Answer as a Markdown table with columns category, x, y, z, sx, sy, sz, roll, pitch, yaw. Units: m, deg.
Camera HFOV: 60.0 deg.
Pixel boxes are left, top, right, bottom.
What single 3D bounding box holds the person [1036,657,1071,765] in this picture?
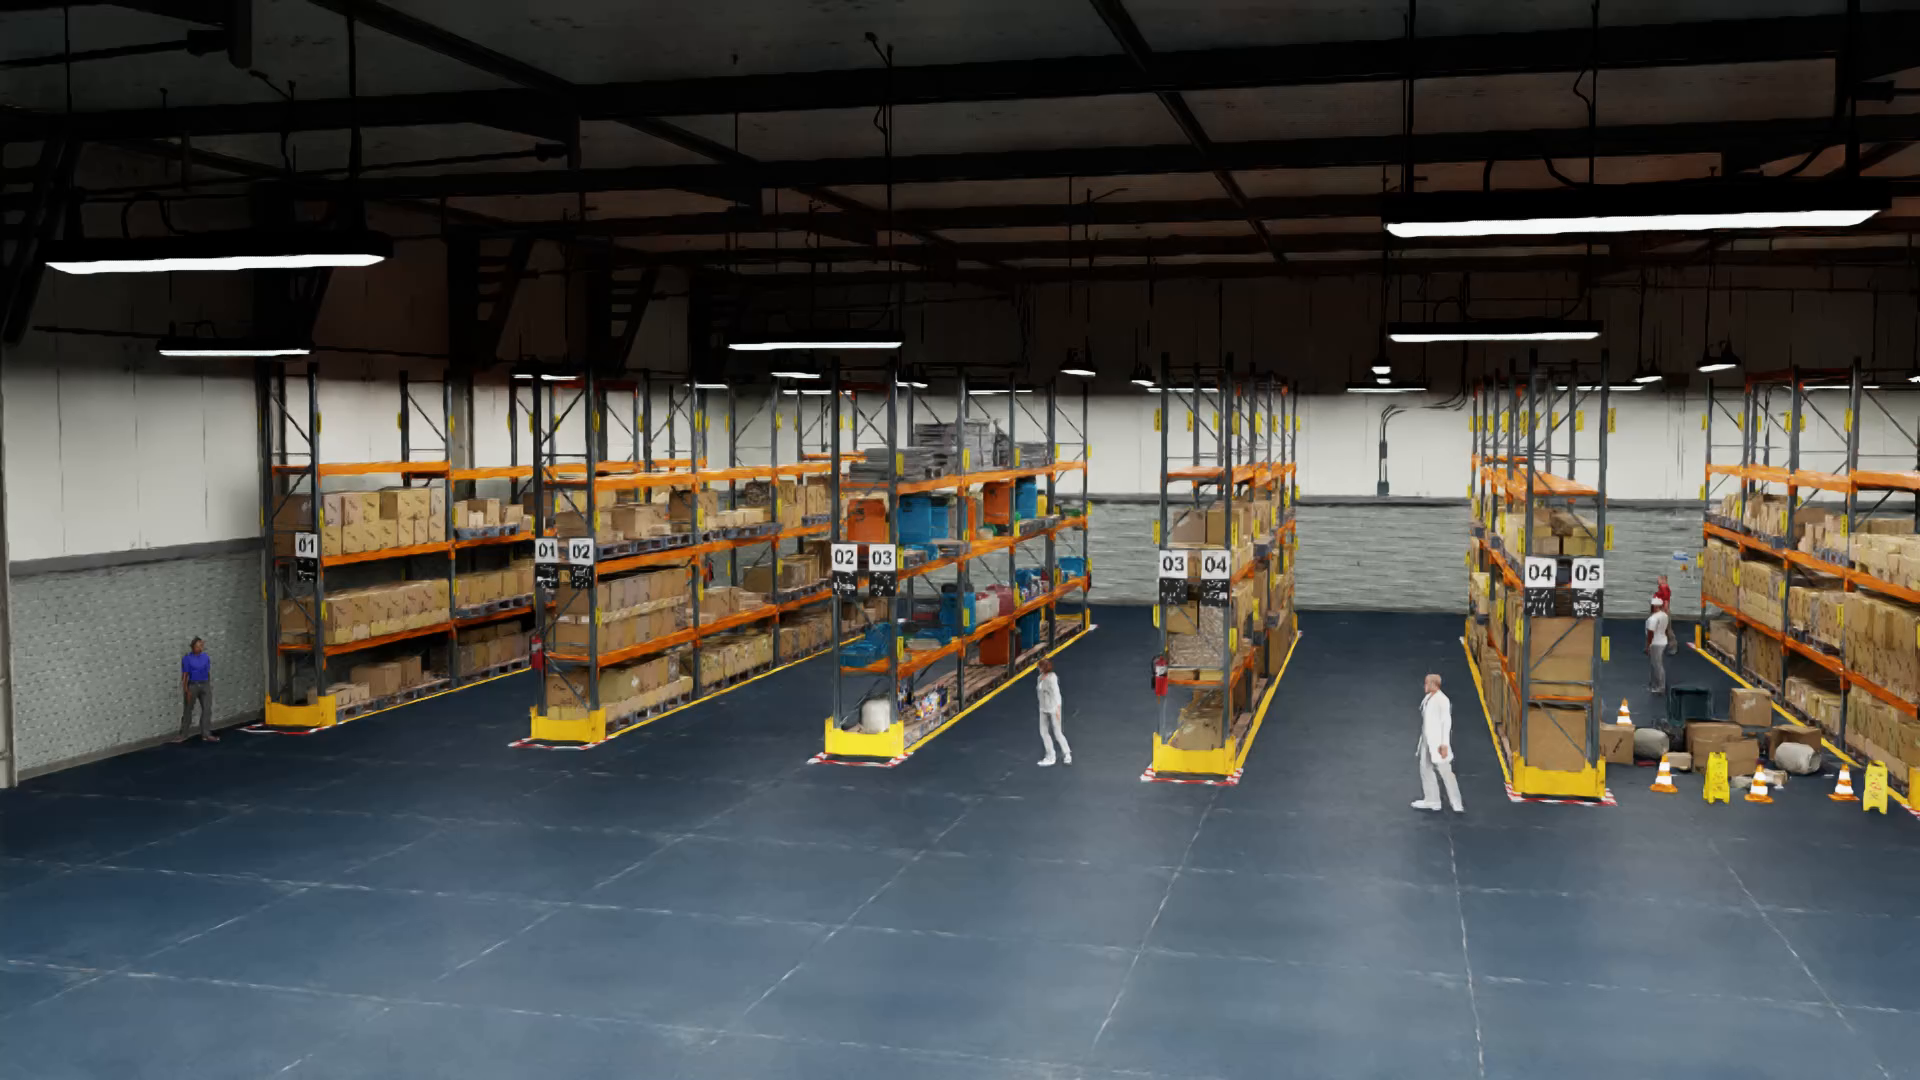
| category | x | y | z | sx | sy | sz | roll | pitch | yaw |
| --- | --- | --- | --- | --- | --- | --- | --- | --- | --- |
| person | 1.382 | 2.500 | 24.404 | 0.509 | 1.586 | 0.468 | -3 | 5 | -37 |

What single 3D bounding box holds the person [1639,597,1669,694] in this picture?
| category | x | y | z | sx | sy | sz | roll | pitch | yaw |
| --- | --- | --- | --- | --- | --- | --- | --- | --- | --- |
| person | 12.876 | 1.938 | 30.841 | 0.574 | 1.764 | 0.664 | 4 | 5 | 42 |

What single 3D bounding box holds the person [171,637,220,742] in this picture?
| category | x | y | z | sx | sy | sz | roll | pitch | yaw |
| --- | --- | --- | --- | --- | --- | --- | --- | --- | --- |
| person | -12.016 | 2.346 | 26.047 | 0.430 | 1.659 | 0.649 | 4 | 6 | 44 |

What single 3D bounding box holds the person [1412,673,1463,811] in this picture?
| category | x | y | z | sx | sy | sz | roll | pitch | yaw |
| --- | --- | --- | --- | --- | --- | --- | --- | --- | --- |
| person | 6.212 | 2.610 | 21.540 | 0.586 | 1.770 | 0.690 | -1 | 4 | -12 |

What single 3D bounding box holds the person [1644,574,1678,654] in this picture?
| category | x | y | z | sx | sy | sz | roll | pitch | yaw |
| --- | --- | --- | --- | --- | --- | --- | --- | --- | --- |
| person | 15.287 | 1.594 | 36.210 | 0.631 | 1.715 | 0.780 | 1 | 4 | 9 |
